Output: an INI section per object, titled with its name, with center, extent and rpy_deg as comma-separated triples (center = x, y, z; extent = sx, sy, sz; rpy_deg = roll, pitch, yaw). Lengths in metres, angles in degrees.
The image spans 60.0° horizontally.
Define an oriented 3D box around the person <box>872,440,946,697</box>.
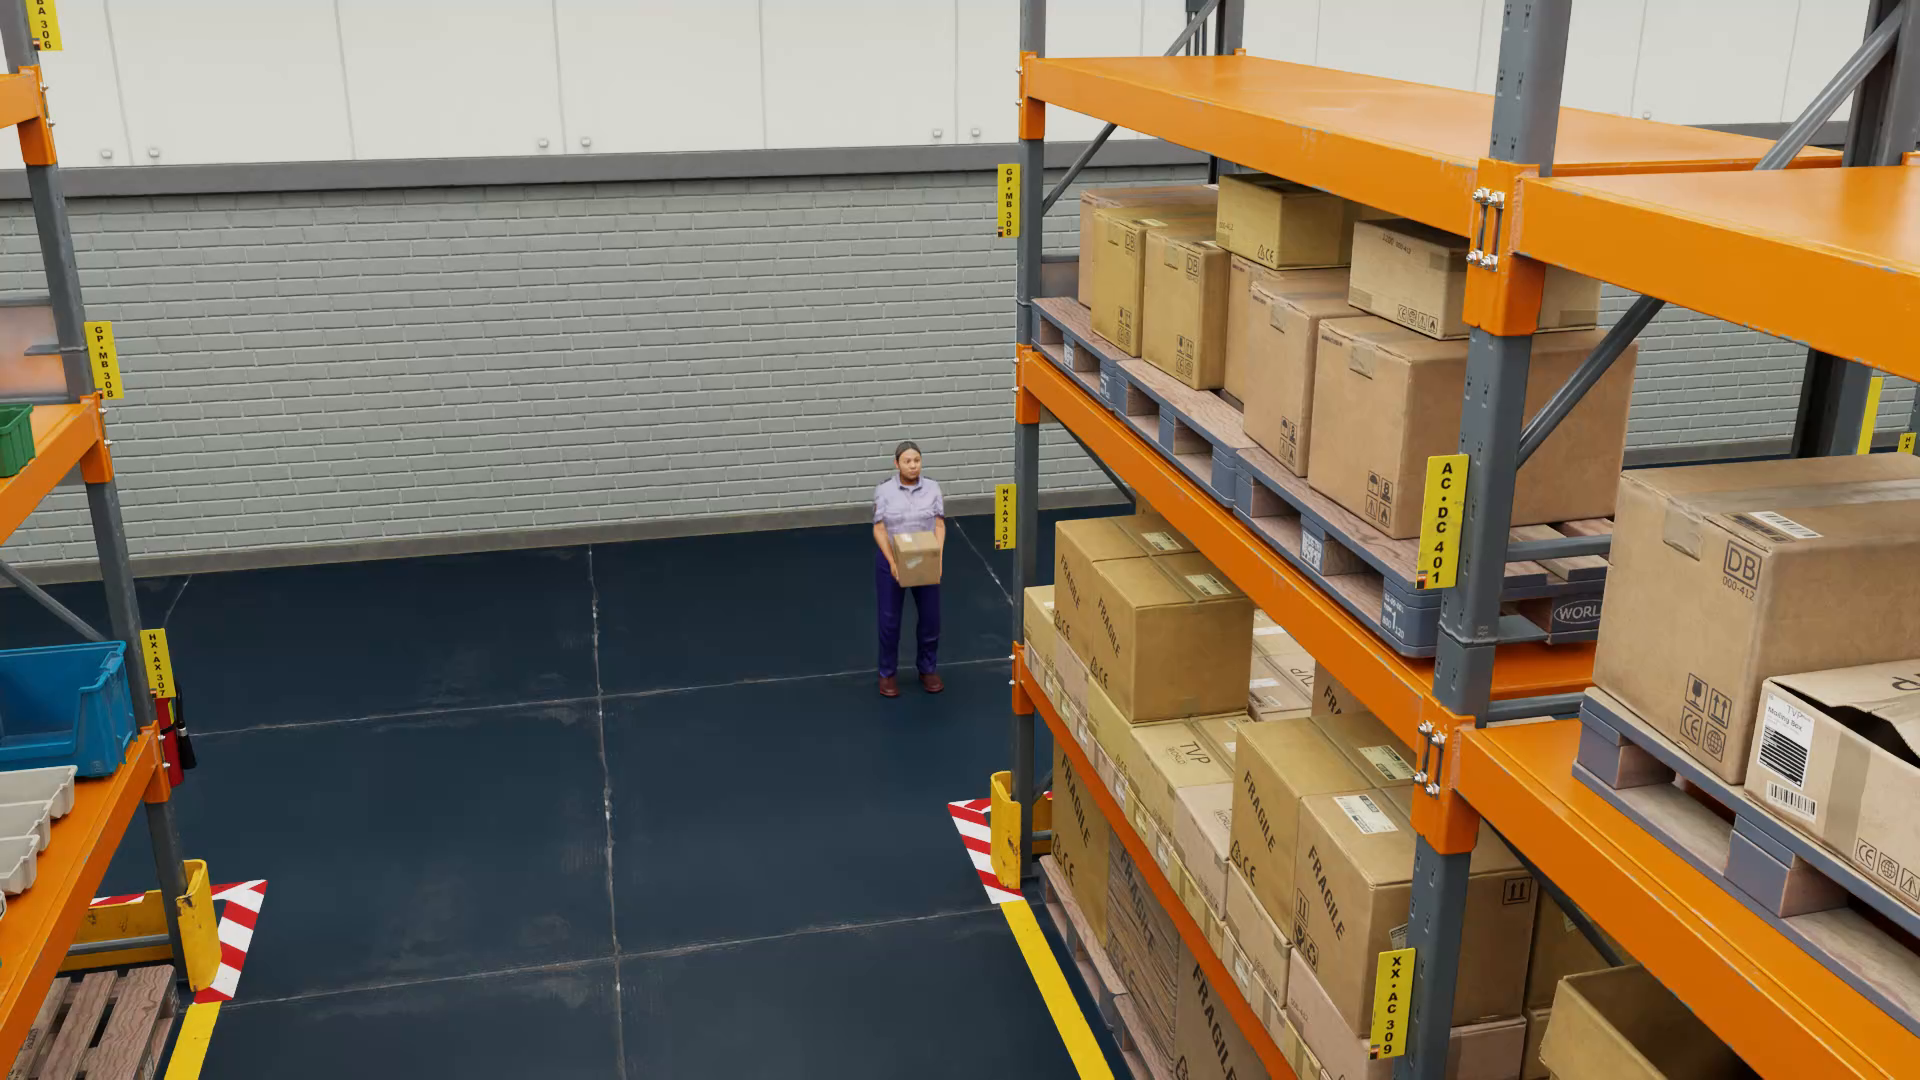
[person]
center = -0.307, 0.195, 10.546
extent = 0.471, 1.647, 0.511
rpy_deg = -5, 20, -13
